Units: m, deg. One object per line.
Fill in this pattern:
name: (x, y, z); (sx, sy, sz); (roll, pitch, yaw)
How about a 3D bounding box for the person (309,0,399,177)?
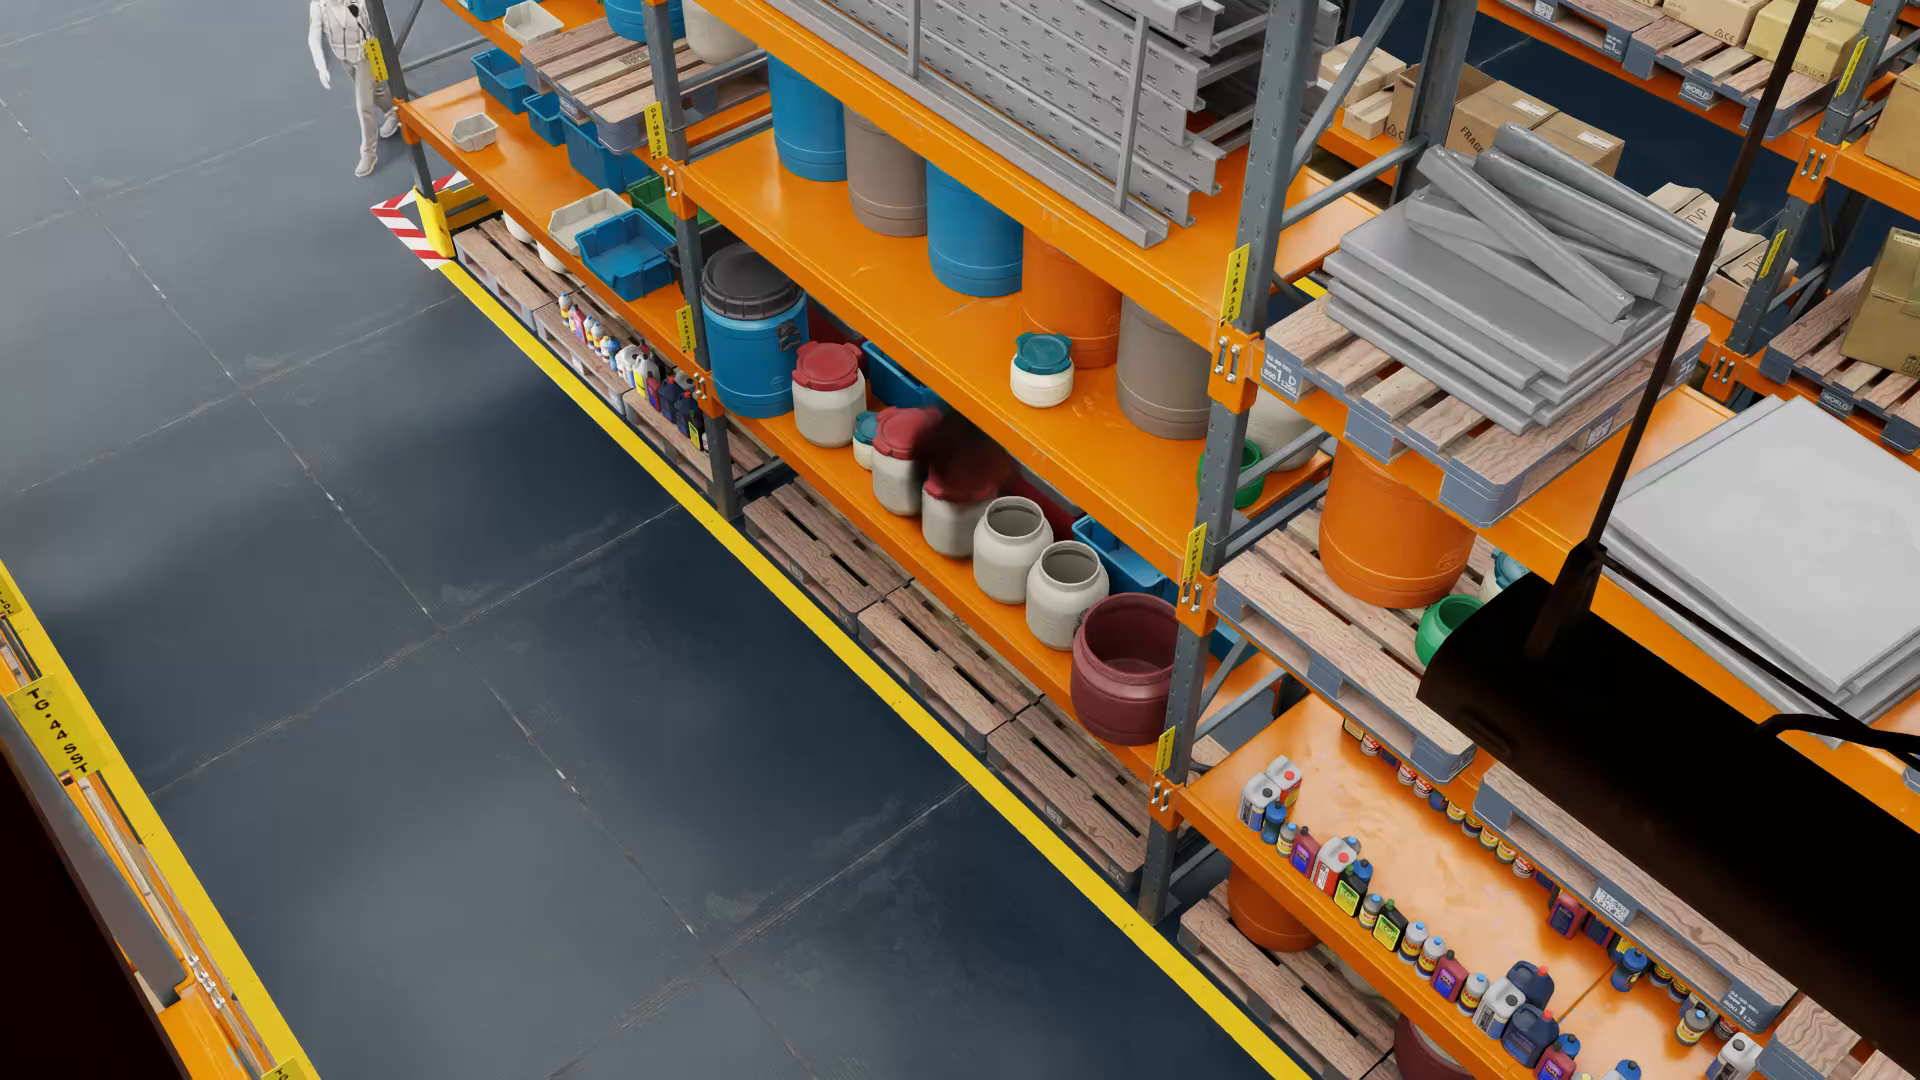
person: (-4.945, -3.893, 13.526); (0.432, 1.644, 0.844); (21, 50, 19)
